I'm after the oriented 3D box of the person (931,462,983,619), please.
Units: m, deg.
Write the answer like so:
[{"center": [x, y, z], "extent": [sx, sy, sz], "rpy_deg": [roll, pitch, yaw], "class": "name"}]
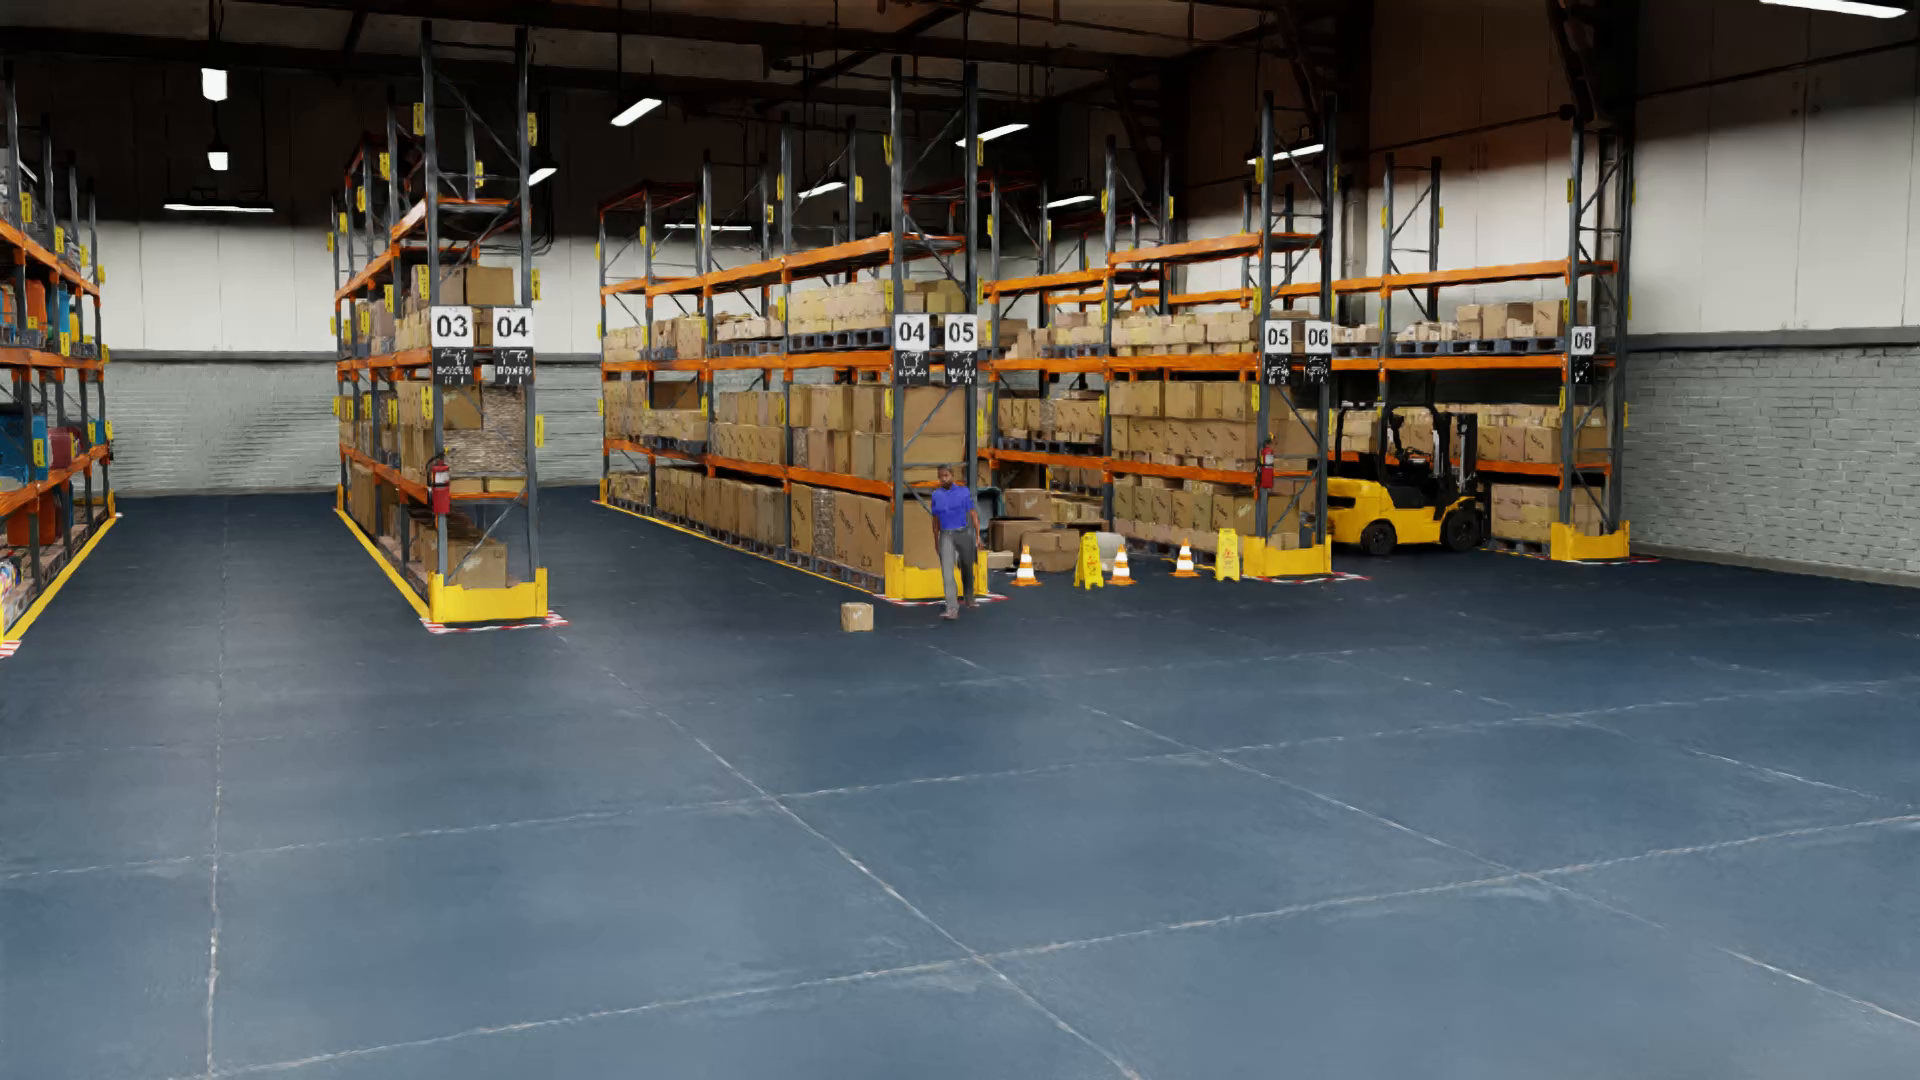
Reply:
[{"center": [-0.032, -0.009, 17.241], "extent": [0.552, 1.595, 0.998], "rpy_deg": [0, 6, 1], "class": "person"}]
